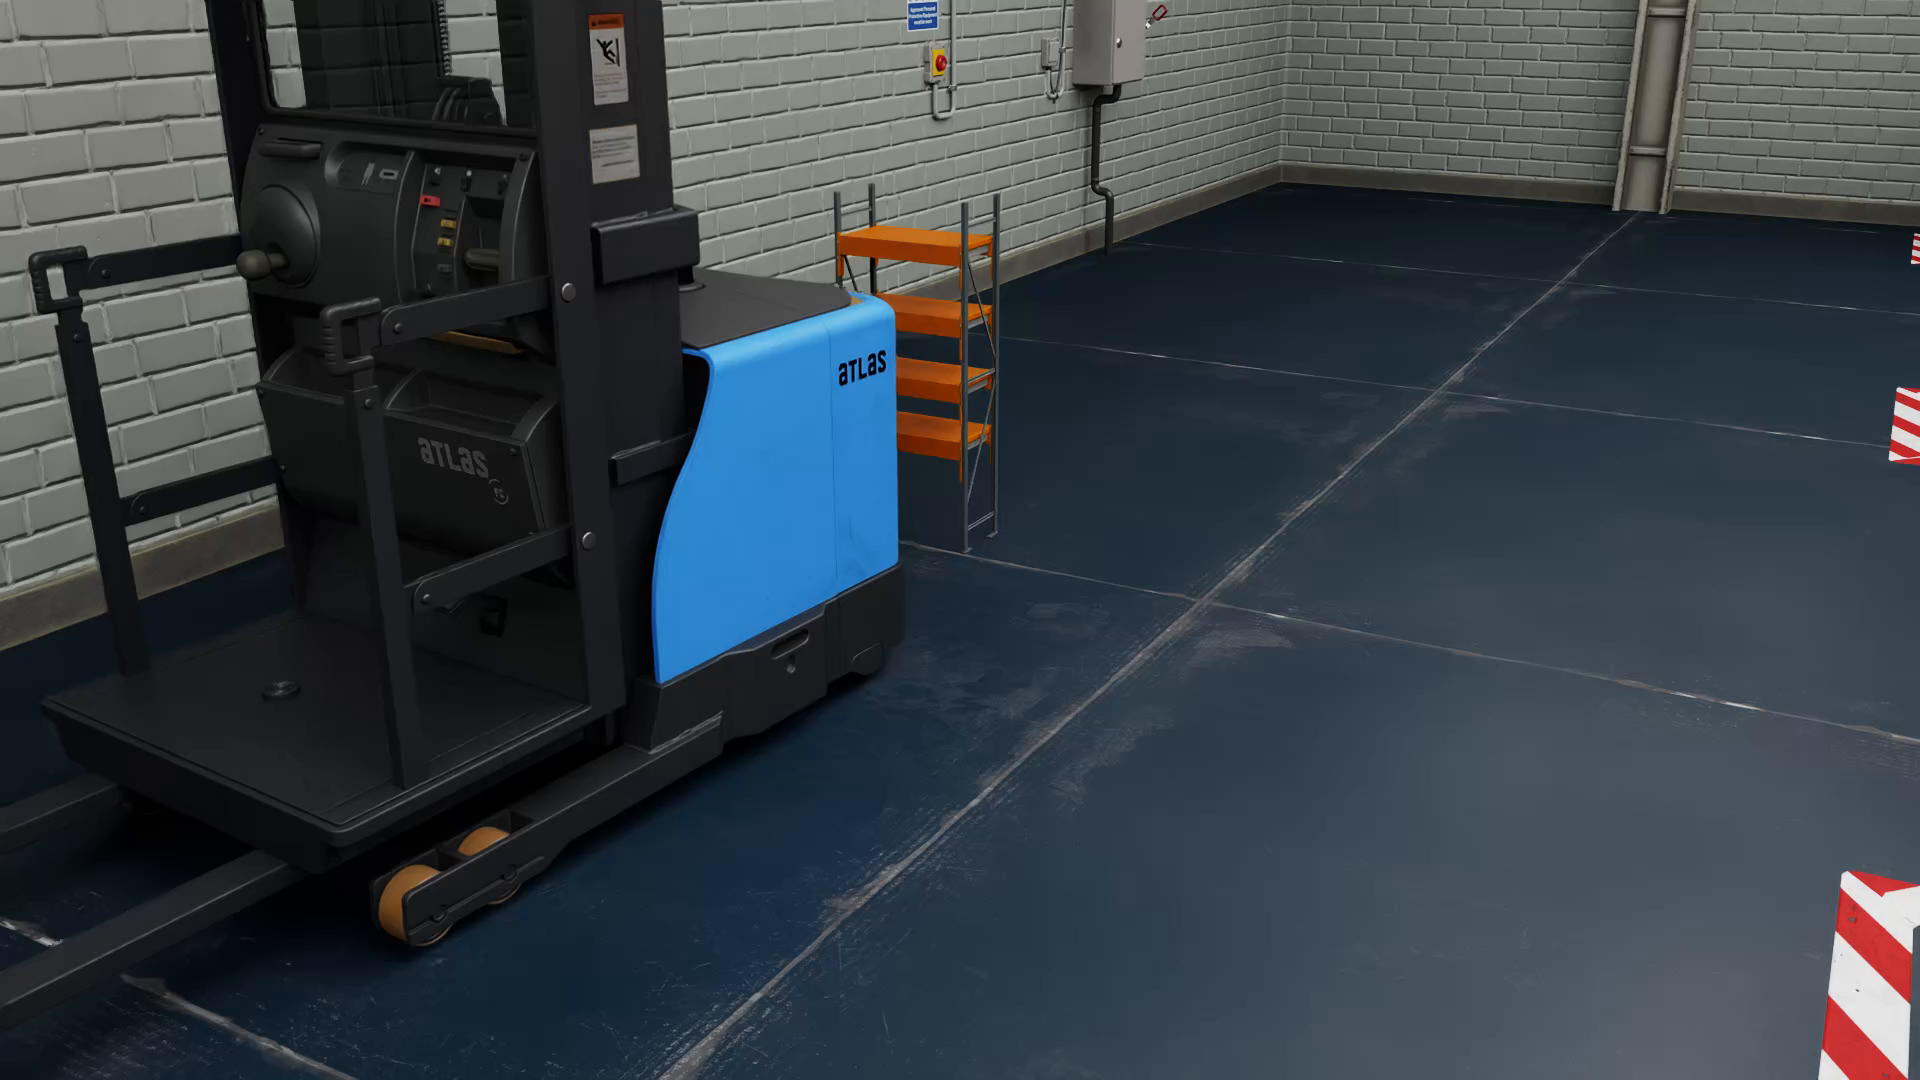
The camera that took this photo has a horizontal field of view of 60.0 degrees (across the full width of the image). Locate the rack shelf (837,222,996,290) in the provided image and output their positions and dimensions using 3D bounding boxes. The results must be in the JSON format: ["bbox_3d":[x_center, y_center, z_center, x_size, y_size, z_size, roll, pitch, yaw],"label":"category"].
[{"bbox_3d":[-0.144,-0.961,5.602,0.480,0.148,0.258,11,23,27],"label":"rack shelf"}]

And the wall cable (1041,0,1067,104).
[{"bbox_3d":[0.560,-3.625,9.971,0.122,1.984,0.588,11,23,27],"label":"wall cable"}]

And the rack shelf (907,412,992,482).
[{"bbox_3d":[-0.145,-0.342,5.827,0.480,0.148,0.258,11,23,27],"label":"rack shelf"}]

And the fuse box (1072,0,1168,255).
[{"bbox_3d":[1.030,-2.719,10.852,0.414,1.711,0.539,11,23,27],"label":"fuse box"}]

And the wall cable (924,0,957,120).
[{"bbox_3d":[-0.121,-3.216,8.796,0.123,1.953,0.585,11,23,27],"label":"wall cable"}]

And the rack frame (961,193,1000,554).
[{"bbox_3d":[0.069,-0.551,5.625,0.015,1.200,0.240,11,23,27],"label":"rack frame"}]

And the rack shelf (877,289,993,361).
[{"bbox_3d":[-0.145,-0.739,5.683,0.480,0.148,0.258,11,23,27],"label":"rack shelf"}]

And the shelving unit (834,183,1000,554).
[{"bbox_3d":[-0.144,-0.592,5.736,0.503,1.200,0.258,11,23,27],"label":"shelving unit"}]

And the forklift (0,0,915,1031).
[{"bbox_3d":[-1.369,-0.721,3.554,1.130,2.935,3.031,13,24,31],"label":"forklift"}]

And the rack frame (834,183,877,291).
[{"bbox_3d":[-0.358,-0.632,5.848,0.015,1.200,0.240,11,23,27],"label":"rack frame"}]

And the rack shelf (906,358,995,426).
[{"bbox_3d":[-0.145,-0.528,5.759,0.480,0.148,0.258,11,23,27],"label":"rack shelf"}]

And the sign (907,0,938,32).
[{"bbox_3d":[-0.198,-2.847,8.917,0.001,0.218,0.327,11,23,27],"label":"sign"}]

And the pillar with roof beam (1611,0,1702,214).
[{"bbox_3d":[3.216,-5.527,7.904,0.400,9.000,9.100,11,23,27],"label":"pillar with roof beam"}]
